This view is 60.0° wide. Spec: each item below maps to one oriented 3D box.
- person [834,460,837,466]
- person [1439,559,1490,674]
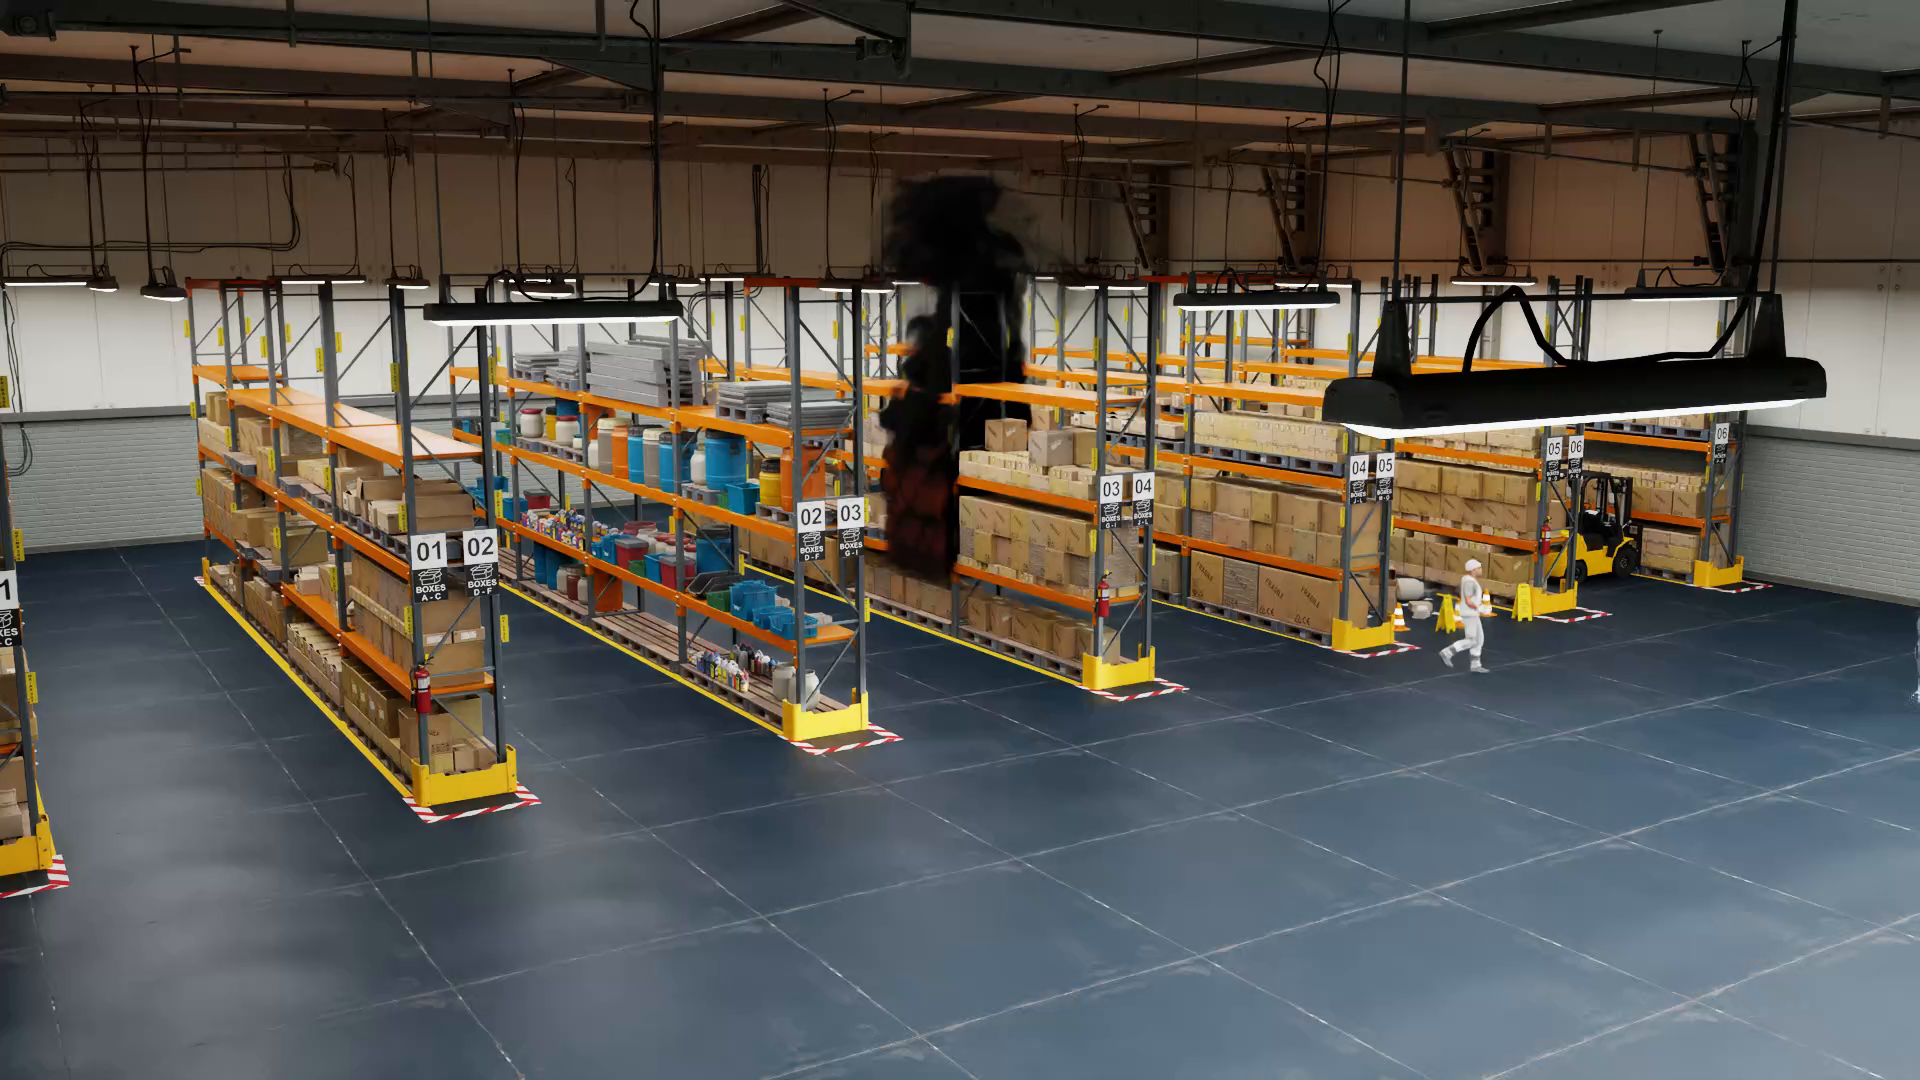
[{"bbox_3d":[-2.898,-1.054,39.134,0.716,1.705,0.605,-2,10,-11],"label":"person"},{"bbox_3d":[7.845,1.174,25.735,0.782,1.779,0.684,3,10,15],"label":"person"}]
